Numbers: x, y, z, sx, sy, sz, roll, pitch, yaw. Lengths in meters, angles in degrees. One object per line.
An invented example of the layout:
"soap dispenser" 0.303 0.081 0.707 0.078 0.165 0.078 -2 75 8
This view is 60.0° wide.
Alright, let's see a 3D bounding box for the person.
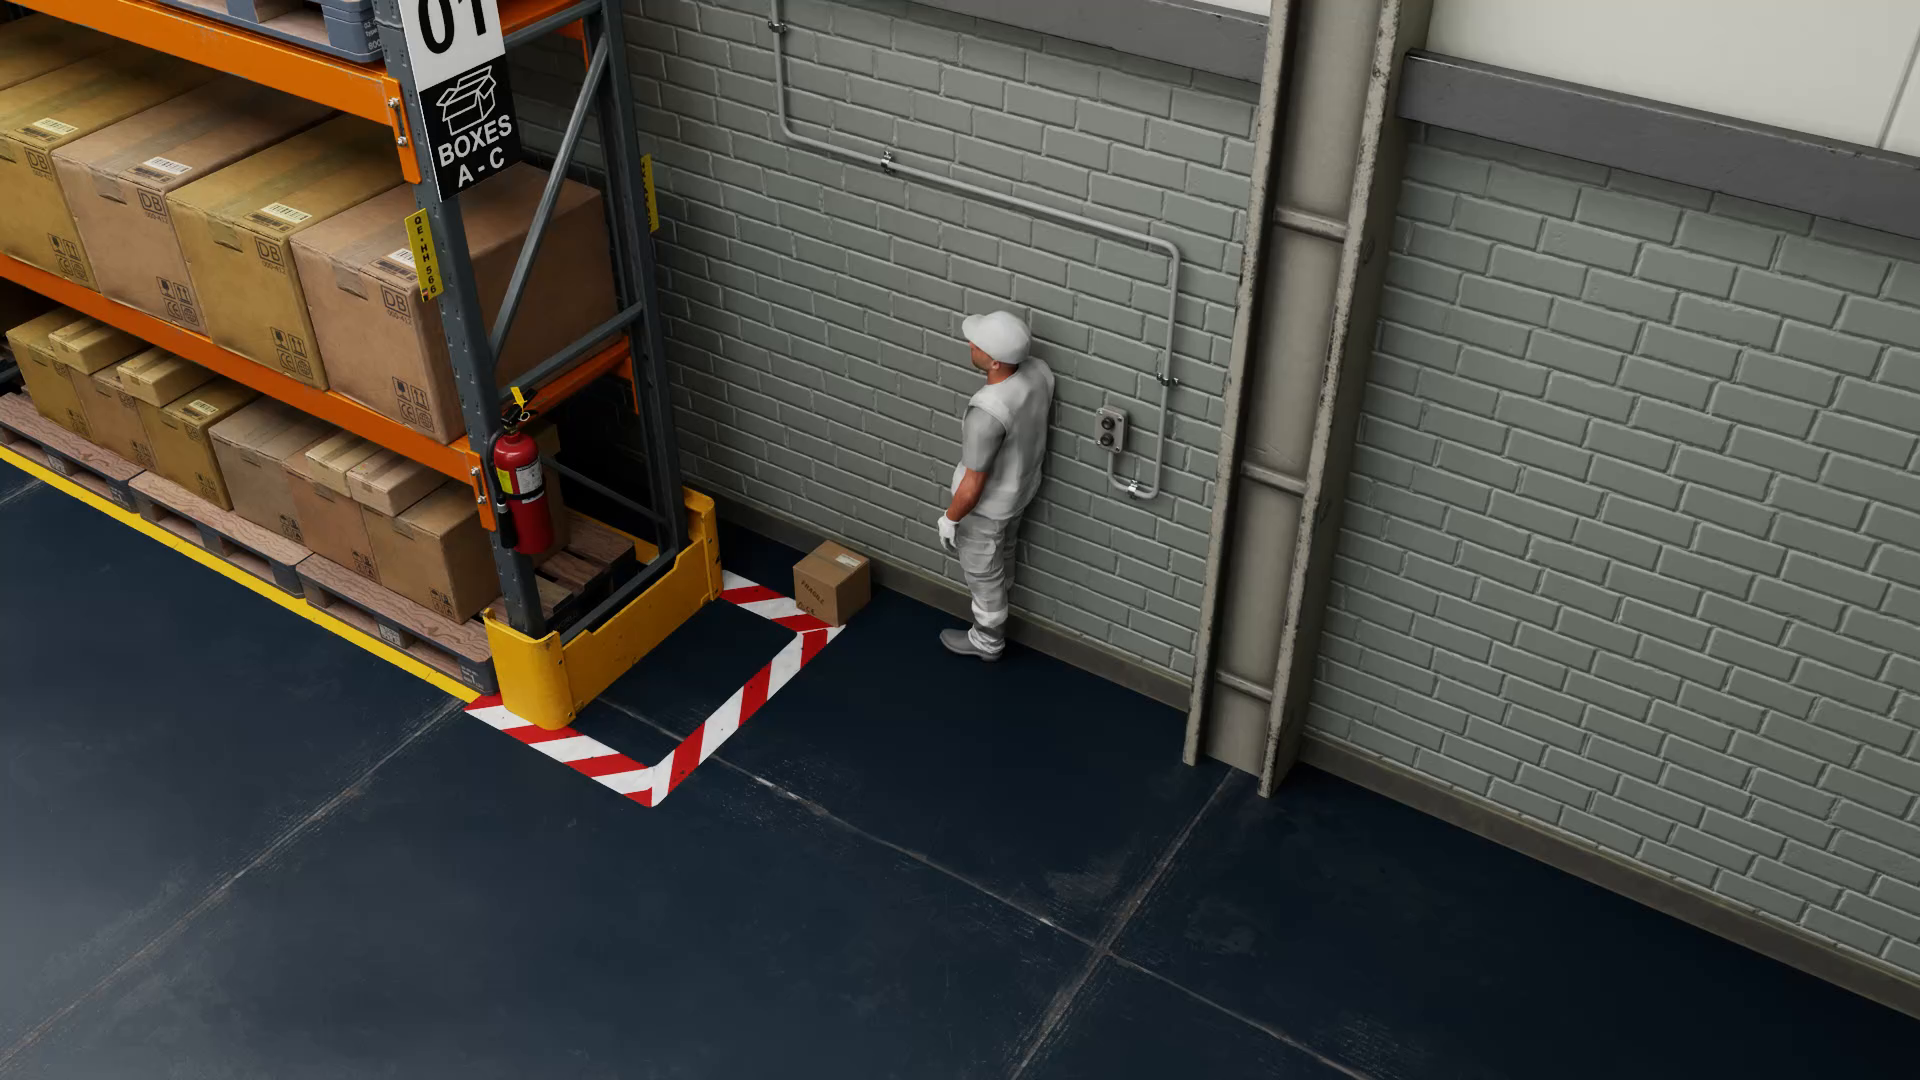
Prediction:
"person" 0.079 -0.226 6.934 0.563 1.789 0.637 22 43 26
